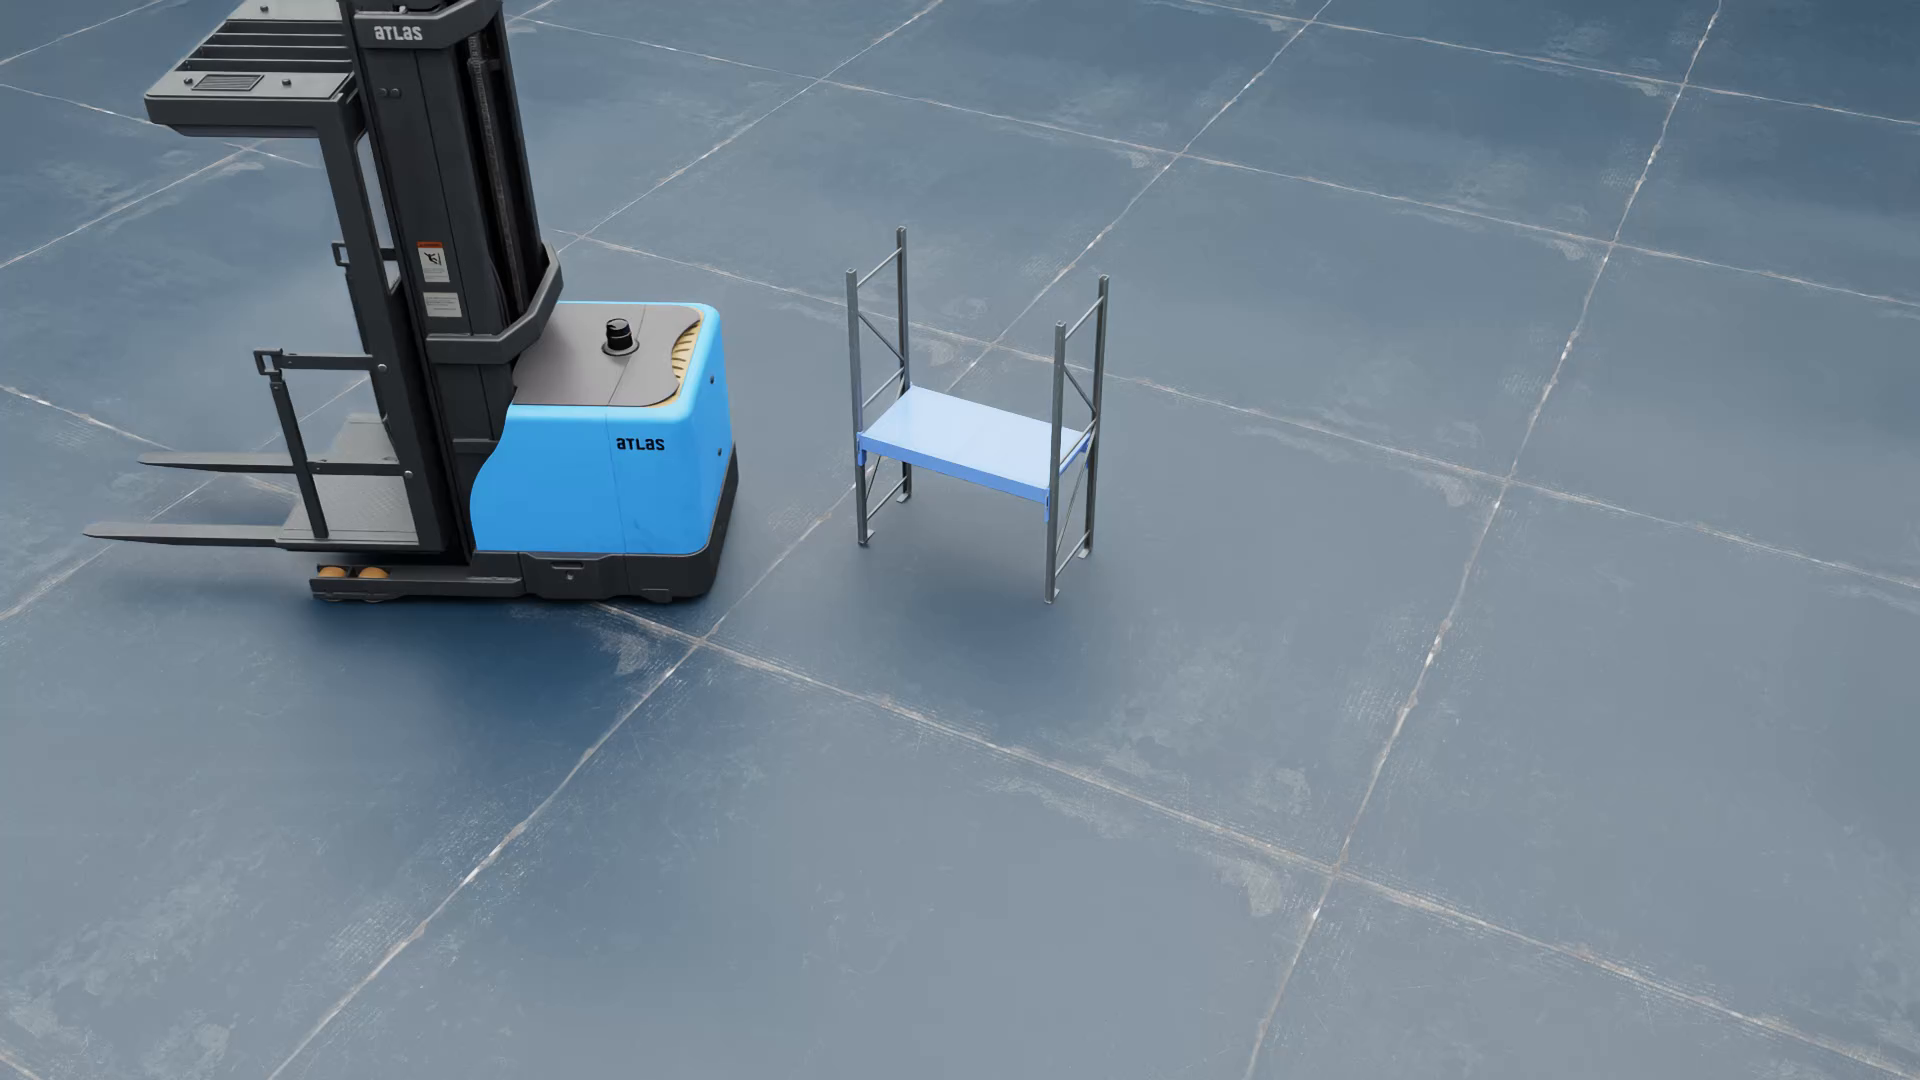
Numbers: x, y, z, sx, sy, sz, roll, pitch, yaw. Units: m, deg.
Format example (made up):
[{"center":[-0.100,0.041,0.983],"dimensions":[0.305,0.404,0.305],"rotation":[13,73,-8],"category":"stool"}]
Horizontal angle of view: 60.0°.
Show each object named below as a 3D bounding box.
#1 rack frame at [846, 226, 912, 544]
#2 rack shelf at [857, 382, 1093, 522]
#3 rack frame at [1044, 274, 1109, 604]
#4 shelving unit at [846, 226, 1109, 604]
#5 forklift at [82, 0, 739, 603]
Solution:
[{"center":[-0.376,-0.715,7.952],"dimensions":[0.032,1.500,0.500],"rotation":[17,41,21],"category":"rack frame"},{"center":[0.076,-0.430,7.874],"dimensions":[1.000,0.185,0.538],"rotation":[17,41,21],"category":"rack shelf"},{"center":[0.527,-0.432,7.579],"dimensions":[0.032,1.500,0.500],"rotation":[17,41,21],"category":"rack frame"},{"center":[0.076,-0.574,7.765],"dimensions":[1.048,1.500,0.538],"rotation":[17,41,21],"category":"shelving unit"},{"center":[-2.664,-1.191,7.395],"dimensions":[3.031,2.935,1.130],"rotation":[1,37,2],"category":"forklift"}]
